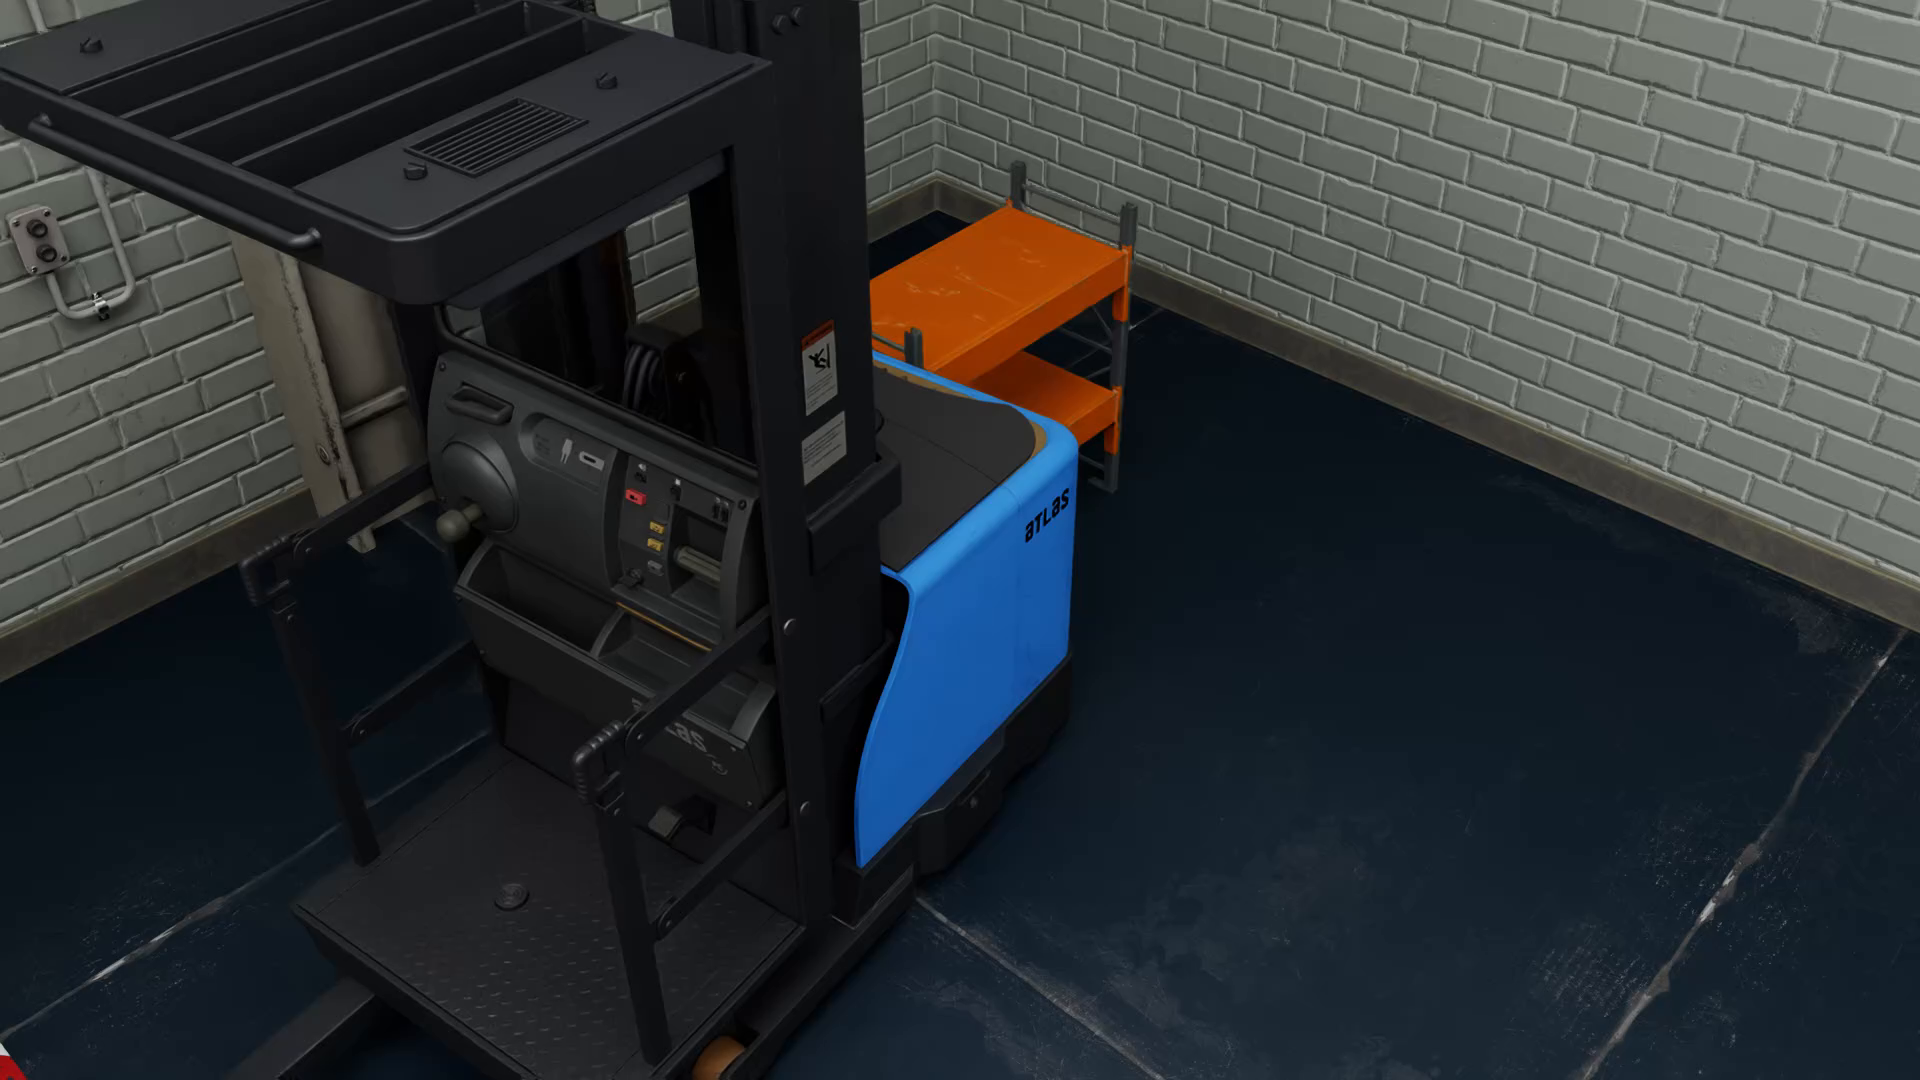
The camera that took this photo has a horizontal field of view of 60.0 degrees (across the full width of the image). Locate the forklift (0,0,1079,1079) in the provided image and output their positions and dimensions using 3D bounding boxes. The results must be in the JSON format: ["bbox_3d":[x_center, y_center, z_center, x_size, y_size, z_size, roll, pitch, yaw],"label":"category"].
[{"bbox_3d":[-0.928,-0.024,3.426,1.130,2.935,3.031,24,44,27],"label":"forklift"}]

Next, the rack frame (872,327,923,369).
[{"bbox_3d":[-0.302,-0.241,5.149,0.500,1.125,0.032,29,47,31],"label":"rack frame"}]

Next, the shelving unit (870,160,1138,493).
[{"bbox_3d":[0.032,-0.479,5.449,0.538,1.125,1.048,29,47,31],"label":"shelving unit"}]

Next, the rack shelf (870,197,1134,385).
[{"bbox_3d":[0.032,-0.708,5.267,0.538,0.278,1.000,29,47,31],"label":"rack shelf"}]

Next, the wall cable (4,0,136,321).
[{"bbox_3d":[-3.042,-1.061,3.858,0.084,1.984,1.851,30,47,32],"label":"wall cable"}]

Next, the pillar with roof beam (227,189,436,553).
[{"bbox_3d":[1.154,-1.822,0.812,9.100,9.000,0.400,30,47,32],"label":"pillar with roof beam"}]

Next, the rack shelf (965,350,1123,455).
[{"bbox_3d":[0.032,-0.288,5.601,0.538,0.278,1.000,29,47,31],"label":"rack shelf"}]

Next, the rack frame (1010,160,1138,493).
[{"bbox_3d":[0.367,-0.717,5.748,0.500,1.125,0.032,29,47,31],"label":"rack frame"}]
